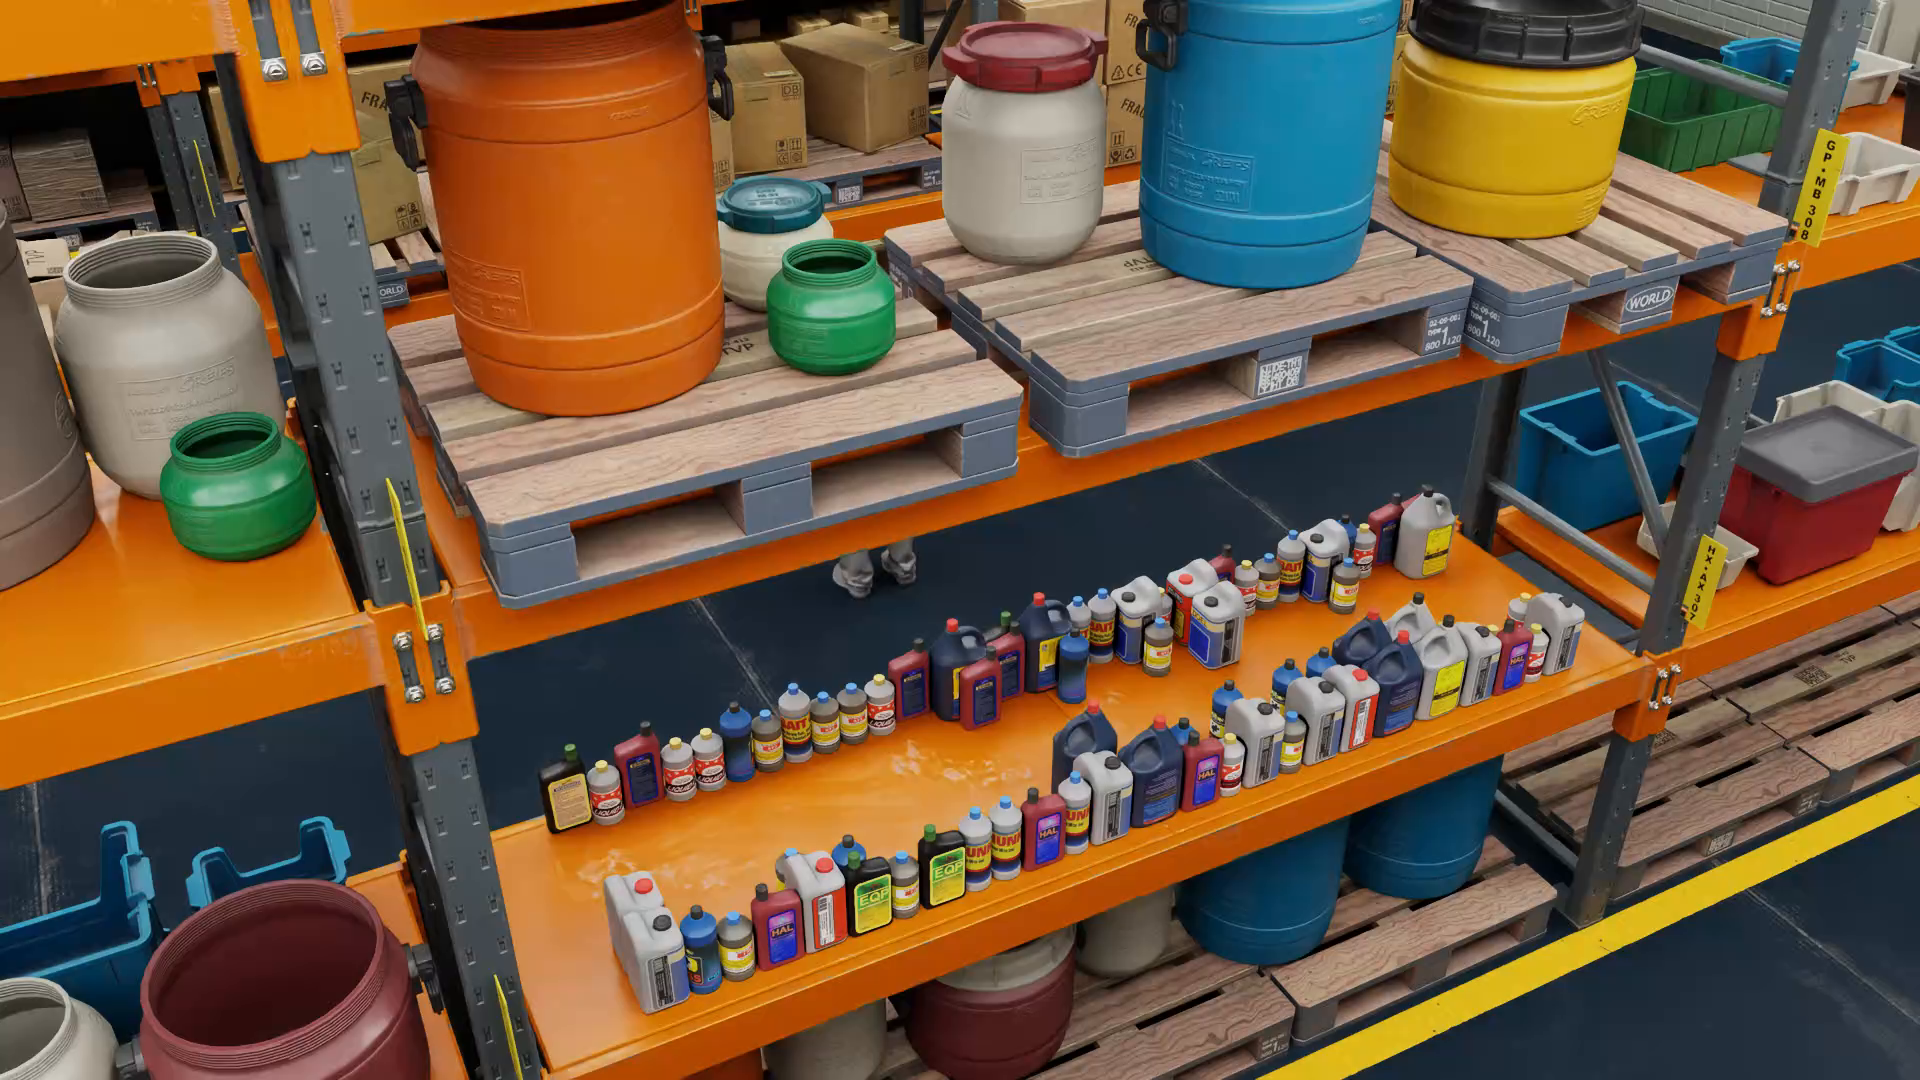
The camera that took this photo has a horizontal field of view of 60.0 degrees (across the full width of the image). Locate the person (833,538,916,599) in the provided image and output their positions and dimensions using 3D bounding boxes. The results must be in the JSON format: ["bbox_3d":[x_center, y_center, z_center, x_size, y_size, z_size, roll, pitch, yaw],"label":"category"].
[{"bbox_3d":[-0.467,-0.509,7.985,0.567,1.695,0.514,-15,36,-22],"label":"person"}]
